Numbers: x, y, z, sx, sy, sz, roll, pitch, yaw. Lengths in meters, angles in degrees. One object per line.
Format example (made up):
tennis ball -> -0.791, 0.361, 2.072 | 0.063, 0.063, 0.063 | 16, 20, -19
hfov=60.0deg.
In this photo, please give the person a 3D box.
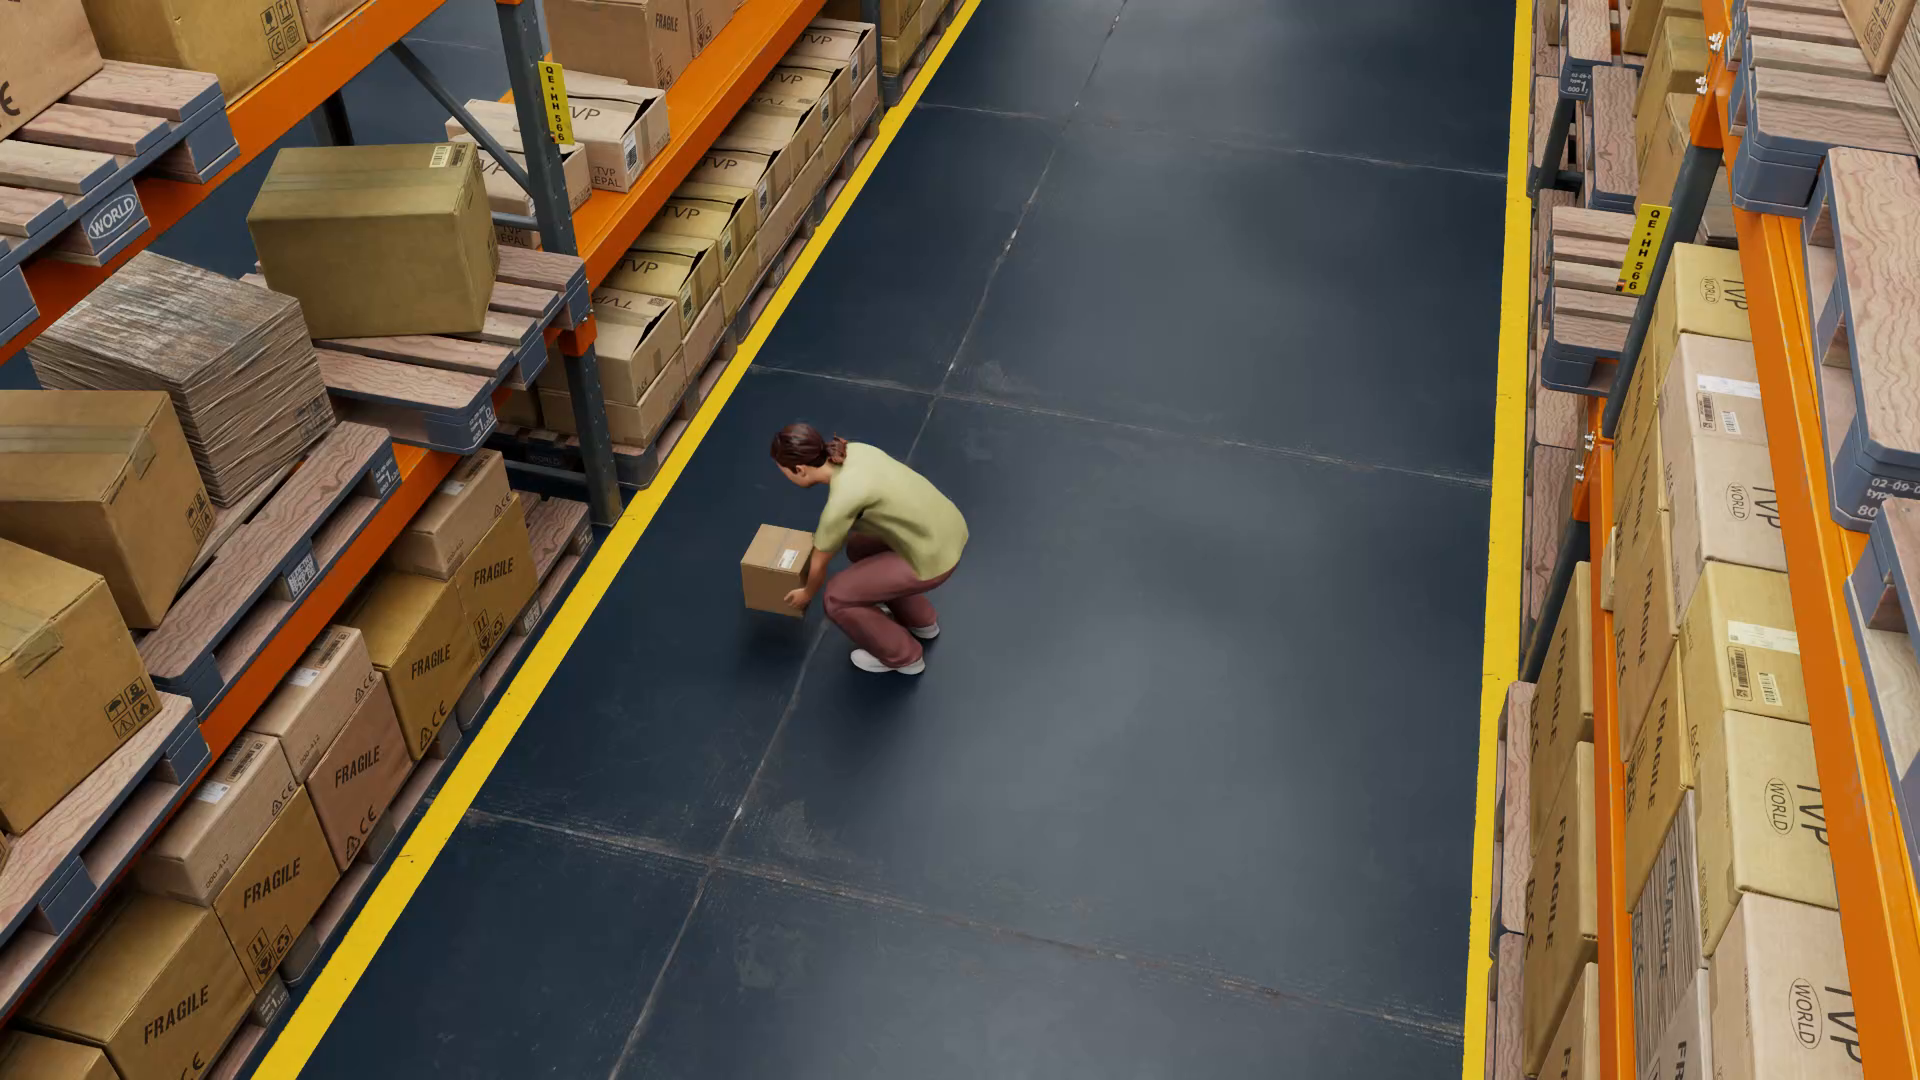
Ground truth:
person -> -0.352, 0.033, 6.548 | 0.747, 1.116, 0.505 | 10, 42, 11
